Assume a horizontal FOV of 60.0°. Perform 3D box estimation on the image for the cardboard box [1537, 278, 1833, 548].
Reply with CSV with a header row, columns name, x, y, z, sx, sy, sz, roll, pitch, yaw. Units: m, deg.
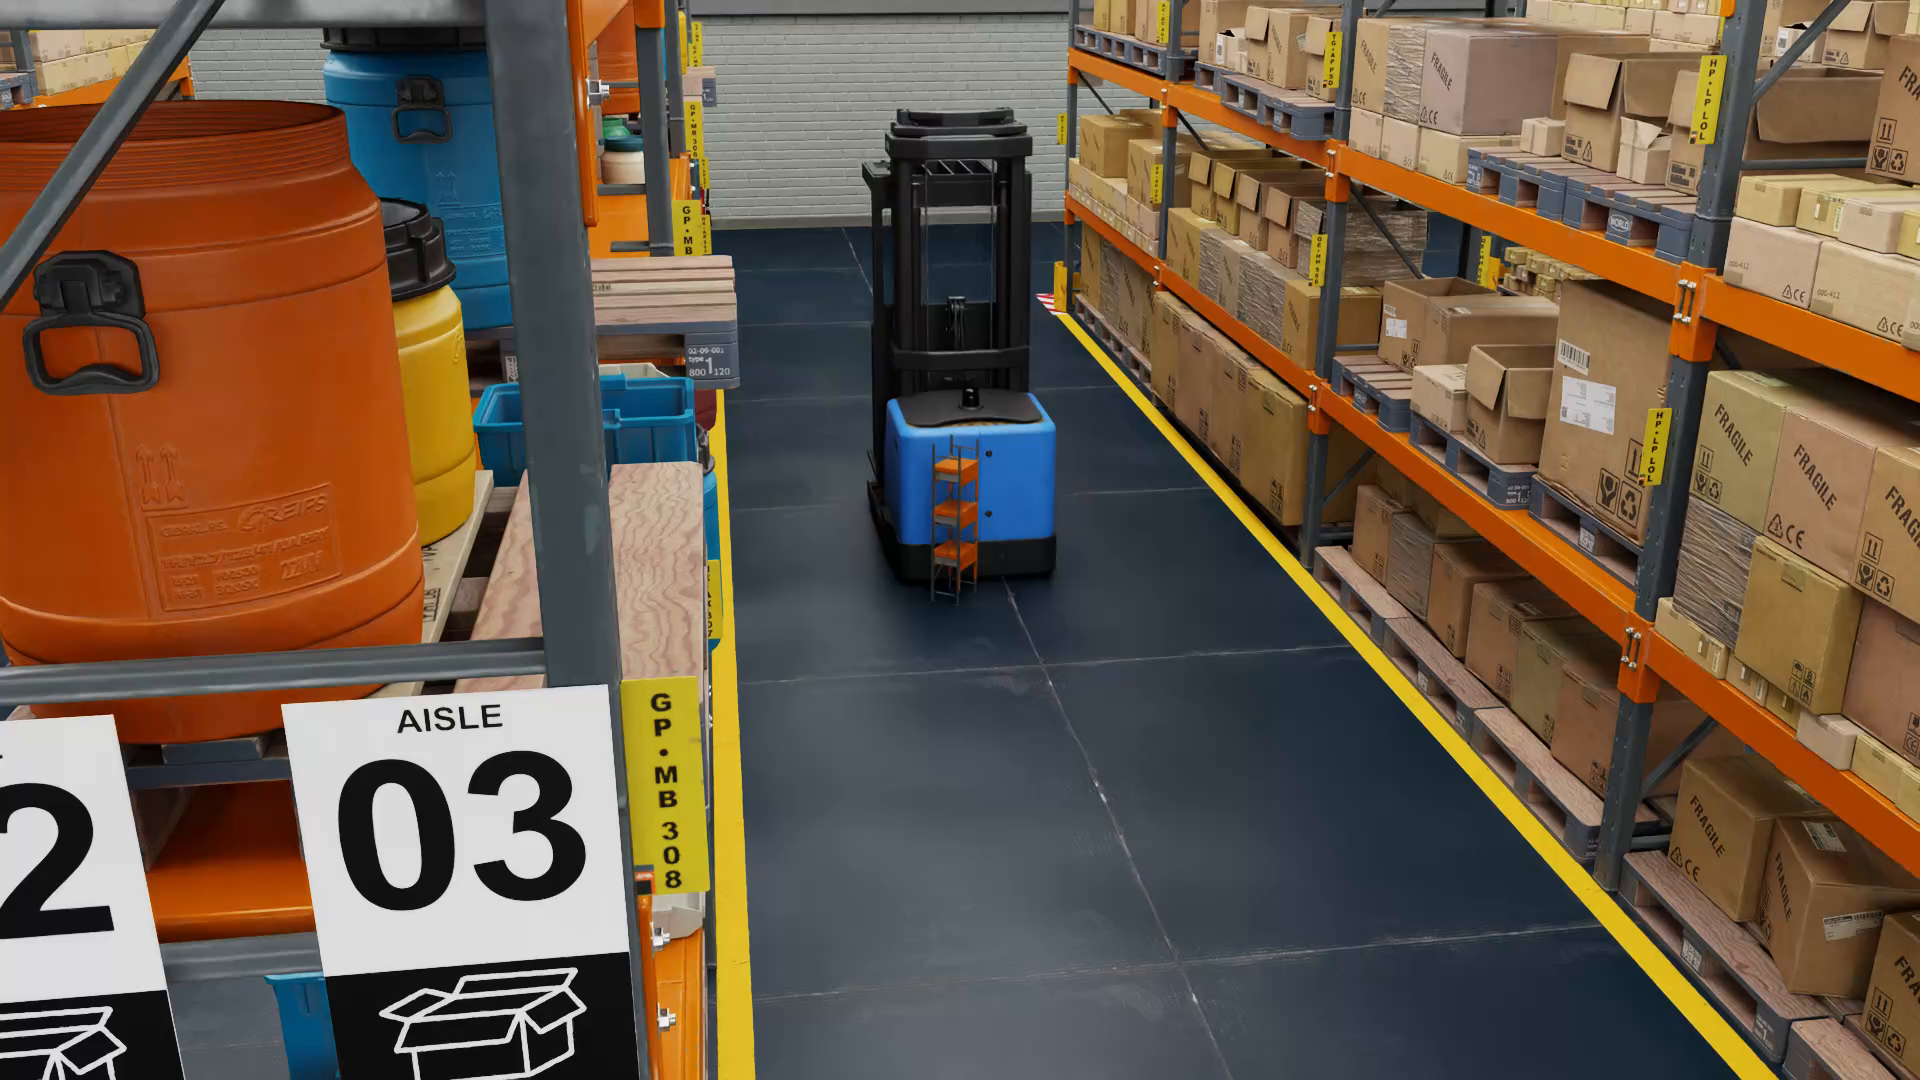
name,x,y,z,sx,sy,sz,roll,pitch,yaw
cardboard box,3.409,-0.625,7.645,1.000,1.000,1.000,-3,21,-7

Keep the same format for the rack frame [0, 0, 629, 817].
name,x,y,z,sx,sy,sz,roll,pitch,yaw
rack frame,-0.940,-1.041,1.642,1.000,3.000,0.127,-3,21,-8

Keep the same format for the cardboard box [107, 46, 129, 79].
name,x,y,z,sx,sy,sz,roll,pitch,yaw
cardboard box,-7.611,-4.172,14.526,0.500,0.250,0.500,-3,21,-8

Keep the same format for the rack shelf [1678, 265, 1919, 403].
name,x,y,z,sx,sy,sz,roll,pitch,yaw
rack shelf,3.673,-0.241,4.815,1.077,0.370,4.000,-3,21,-8

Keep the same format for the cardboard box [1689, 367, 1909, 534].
name,x,y,z,sx,sy,sz,roll,pitch,yaw
cardboard box,3.198,-0.351,6.372,0.500,0.500,0.500,-3,21,-8

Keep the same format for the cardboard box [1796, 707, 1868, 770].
name,x,y,z,sx,sy,sz,roll,pitch,yaw
cardboard box,3.246,0.689,5.943,0.380,0.149,0.250,-3,21,-8

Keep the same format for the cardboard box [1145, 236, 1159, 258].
name,x,y,z,sx,sy,sz,roll,pitch,yaw
cardboard box,1.864,-2.606,14.767,0.380,0.149,0.250,-3,21,-7

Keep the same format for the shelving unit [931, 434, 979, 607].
name,x,y,z,sx,sy,sz,roll,pitch,yaw
shelving unit,-0.034,-0.120,10.531,0.215,1.050,0.252,11,22,25

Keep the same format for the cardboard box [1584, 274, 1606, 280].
name,x,y,z,sx,sy,sz,roll,pitch,yaw
cardboard box,6.657,-2.640,17.121,0.380,0.149,0.250,-3,21,-8

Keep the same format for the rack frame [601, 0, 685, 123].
name,x,y,z,sx,sy,sz,roll,pitch,yaw
rack frame,-2.093,-3.811,9.058,1.000,3.000,0.127,-3,21,-8

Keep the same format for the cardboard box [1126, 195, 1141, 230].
name,x,y,z,sx,sy,sz,roll,pitch,yaw
cardboard box,1.831,-3.023,15.312,0.500,0.250,0.500,-2,21,-6

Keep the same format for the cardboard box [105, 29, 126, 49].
name,x,y,z,sx,sy,sz,roll,pitch,yaw
cardboard box,-7.603,-4.407,14.440,0.500,0.250,0.500,-3,21,-8

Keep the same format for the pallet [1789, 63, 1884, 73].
name,x,y,z,sx,sy,sz,roll,pitch,yaw
pallet,7.291,-3.589,13.021,1.213,0.211,1.003,-3,21,-8

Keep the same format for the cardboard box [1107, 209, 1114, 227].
name,x,y,z,sx,sy,sz,roll,pitch,yaw
cardboard box,1.642,-3.140,16.194,0.380,0.149,0.250,-3,21,-7

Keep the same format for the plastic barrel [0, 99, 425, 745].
name,x,y,z,sx,sy,sz,roll,pitch,yaw
plastic barrel,-1.136,-0.195,2.451,0.600,0.830,0.708,-3,21,-8

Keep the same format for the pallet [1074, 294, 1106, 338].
name,x,y,z,sx,sy,sz,roll,pitch,yaw
pallet,1.848,-2.441,17.950,1.003,0.211,1.213,-3,21,-8

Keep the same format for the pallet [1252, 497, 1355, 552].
name,x,y,z,sx,sy,sz,roll,pitch,yaw
pallet,2.769,-0.221,12.005,1.003,0.211,1.213,-3,21,-8

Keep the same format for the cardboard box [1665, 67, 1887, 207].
name,x,y,z,sx,sy,sz,roll,pitch,yaw
cardboard box,3.415,-1.683,6.901,0.797,0.503,0.637,-4,21,-10

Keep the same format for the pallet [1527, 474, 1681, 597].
name,x,y,z,sx,sy,sz,roll,pitch,yaw
pallet,3.419,-0.047,7.830,1.003,0.211,1.213,-3,21,-8

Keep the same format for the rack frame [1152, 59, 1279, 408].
name,x,y,z,sx,sy,sz,roll,pitch,yaw
rack frame,2.232,-2.635,14.484,1.000,3.000,0.127,-3,21,-8

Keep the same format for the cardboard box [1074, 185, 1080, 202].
name,x,y,z,sx,sy,sz,roll,pitch,yaw
cardboard box,1.418,-3.674,17.625,0.380,0.149,0.250,-3,21,-9

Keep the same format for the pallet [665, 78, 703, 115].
name,x,y,z,sx,sy,sz,roll,pitch,yaw
pallet,-2.293,-3.043,11.559,1.003,0.211,1.213,-3,21,-8

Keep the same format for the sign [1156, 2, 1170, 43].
name,x,y,z,sx,sy,sz,roll,pitch,yaw
sign,1.683,-4.291,13.779,0.100,0.325,0.005,-3,21,-8

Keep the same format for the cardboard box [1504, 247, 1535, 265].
name,x,y,z,sx,sy,sz,roll,pitch,yaw
cardboard box,6.317,-3.177,18.558,0.380,0.149,0.250,-4,21,-10

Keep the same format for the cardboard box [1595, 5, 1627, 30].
name,x,y,z,sx,sy,sz,roll,pitch,yaw
cardboard box,6.596,-5.108,16.318,0.500,0.250,0.500,-4,21,-10

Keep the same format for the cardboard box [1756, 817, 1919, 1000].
name,x,y,z,sx,sy,sz,roll,pitch,yaw
cardboard box,3.493,1.447,6.526,0.500,0.500,0.500,4,21,9

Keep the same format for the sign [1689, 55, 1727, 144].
name,x,y,z,sx,sy,sz,roll,pitch,yaw
sign,2.836,-1.668,6.306,0.100,0.325,0.005,-3,21,-8

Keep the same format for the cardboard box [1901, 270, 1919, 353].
name,x,y,z,sx,sy,sz,roll,pitch,yaw
cardboard box,3.339,-0.676,5.166,0.500,0.250,0.500,-4,21,-10

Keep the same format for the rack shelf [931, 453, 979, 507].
name,x,y,z,sx,sy,sz,roll,pitch,yaw
rack shelf,-0.030,-0.377,10.437,0.215,0.259,0.240,11,22,25

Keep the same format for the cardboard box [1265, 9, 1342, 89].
name,x,y,z,sx,sy,sz,roll,pitch,yaw
cardboard box,2.438,-3.401,11.504,0.500,0.500,0.500,-2,21,-5

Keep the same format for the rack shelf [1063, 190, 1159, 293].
name,x,y,z,sx,sy,sz,roll,pitch,yaw
rack shelf,1.943,-2.991,16.464,1.077,0.370,4.000,-3,21,-8

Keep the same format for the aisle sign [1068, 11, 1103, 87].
name,x,y,z,sx,sy,sz,roll,pitch,yaw
aisle sign,1.348,-5.248,17.764,0.394,0.787,0.004,-3,21,-8

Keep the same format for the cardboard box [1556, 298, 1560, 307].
name,x,y,z,sx,sy,sz,roll,pitch,yaw
cardboard box,6.507,-2.458,17.486,0.380,0.149,0.250,-4,21,-10

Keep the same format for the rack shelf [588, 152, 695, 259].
name,x,y,z,sx,sy,sz,roll,pitch,yaw
rack shelf,-1.805,-1.376,7.854,1.077,0.370,4.000,-3,21,-8

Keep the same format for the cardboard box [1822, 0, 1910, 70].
name,x,y,z,sx,sy,sz,roll,pitch,yaw
cardboard box,7.247,-3.959,12.994,0.797,0.503,0.637,-3,21,-8

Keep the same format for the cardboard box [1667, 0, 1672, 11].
name,x,y,z,sx,sy,sz,roll,pitch,yaw
cardboard box,6.793,-4.971,15.381,0.380,0.149,0.250,-2,21,-6

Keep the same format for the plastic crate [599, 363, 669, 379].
name,x,y,z,sx,sy,sz,roll,pitch,yaw
plastic crate,-0.885,-0.362,4.487,0.243,0.136,0.396,-3,21,-8

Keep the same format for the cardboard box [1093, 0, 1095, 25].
name,x,y,z,sx,sy,sz,roll,pitch,yaw
cardboard box,1.783,-5.538,17.084,0.700,0.500,0.500,-4,21,-11

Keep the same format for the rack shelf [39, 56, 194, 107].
name,x,y,z,sx,sy,sz,roll,pitch,yaw
rack shelf,-7.860,-3.897,14.605,1.077,0.370,4.000,-3,21,-8

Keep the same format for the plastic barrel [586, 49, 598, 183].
name,x,y,z,sx,sy,sz,roll,pitch,yaw
plastic barrel,-2.095,-2.085,8.110,0.600,0.830,0.708,-3,21,-8

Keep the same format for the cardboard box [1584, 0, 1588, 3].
name,x,y,z,sx,sy,sz,roll,pitch,yaw
cardboard box,6.561,-5.513,16.831,0.380,0.149,0.250,-2,21,-6

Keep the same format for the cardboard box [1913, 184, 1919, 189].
name,x,y,z,sx,sy,sz,roll,pitch,yaw
cardboard box,3.666,-1.192,5.977,0.380,0.149,0.250,-3,21,-7

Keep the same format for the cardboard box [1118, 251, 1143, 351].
name,x,y,z,sx,sy,sz,roll,pitch,yaw
cardboard box,2.086,-2.381,16.239,0.875,0.875,0.875,-3,21,-8

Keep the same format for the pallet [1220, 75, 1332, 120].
name,x,y,z,sx,sy,sz,roll,pitch,yaw
pallet,2.499,-3.174,11.910,1.003,0.211,1.213,-2,21,-5

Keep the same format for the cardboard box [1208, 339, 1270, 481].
name,x,y,z,sx,sy,sz,roll,pitch,yaw
cardboard box,2.608,-1.001,12.544,1.225,0.875,0.875,-3,21,-8

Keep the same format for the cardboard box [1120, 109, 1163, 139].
name,x,y,z,sx,sy,sz,roll,pitch,yaw
cardboard box,1.985,-4.285,17.619,0.500,0.500,0.500,-3,21,-7

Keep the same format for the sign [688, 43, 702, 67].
name,x,y,z,sx,sy,sz,roll,pitch,yaw
sign,-2.125,-3.822,13.362,0.100,0.325,0.005,-3,21,-8

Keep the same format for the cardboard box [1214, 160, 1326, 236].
name,x,y,z,sx,sy,sz,roll,pitch,yaw
cardboard box,2.419,-2.693,13.062,0.797,0.503,0.637,-3,21,-7

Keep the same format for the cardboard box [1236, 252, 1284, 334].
name,x,y,z,sx,sy,sz,roll,pitch,yaw
cardboard box,2.348,-1.808,12.127,0.500,0.500,0.500,-4,21,-10

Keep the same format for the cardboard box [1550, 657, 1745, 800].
name,x,y,z,sx,sy,sz,roll,pitch,yaw
cardboard box,3.318,0.886,8.001,0.700,0.500,0.500,-5,21,-12

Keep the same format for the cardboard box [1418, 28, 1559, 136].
name,x,y,z,sx,sy,sz,roll,pitch,yaw
cardboard box,2.770,-2.411,8.740,0.500,0.500,0.500,-4,21,-9

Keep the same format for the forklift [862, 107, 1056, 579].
name,x,y,z,sx,sy,sz,roll,pitch,yaw
forklift,-0.094,-1.594,11.795,1.130,2.935,3.031,-3,21,-8
